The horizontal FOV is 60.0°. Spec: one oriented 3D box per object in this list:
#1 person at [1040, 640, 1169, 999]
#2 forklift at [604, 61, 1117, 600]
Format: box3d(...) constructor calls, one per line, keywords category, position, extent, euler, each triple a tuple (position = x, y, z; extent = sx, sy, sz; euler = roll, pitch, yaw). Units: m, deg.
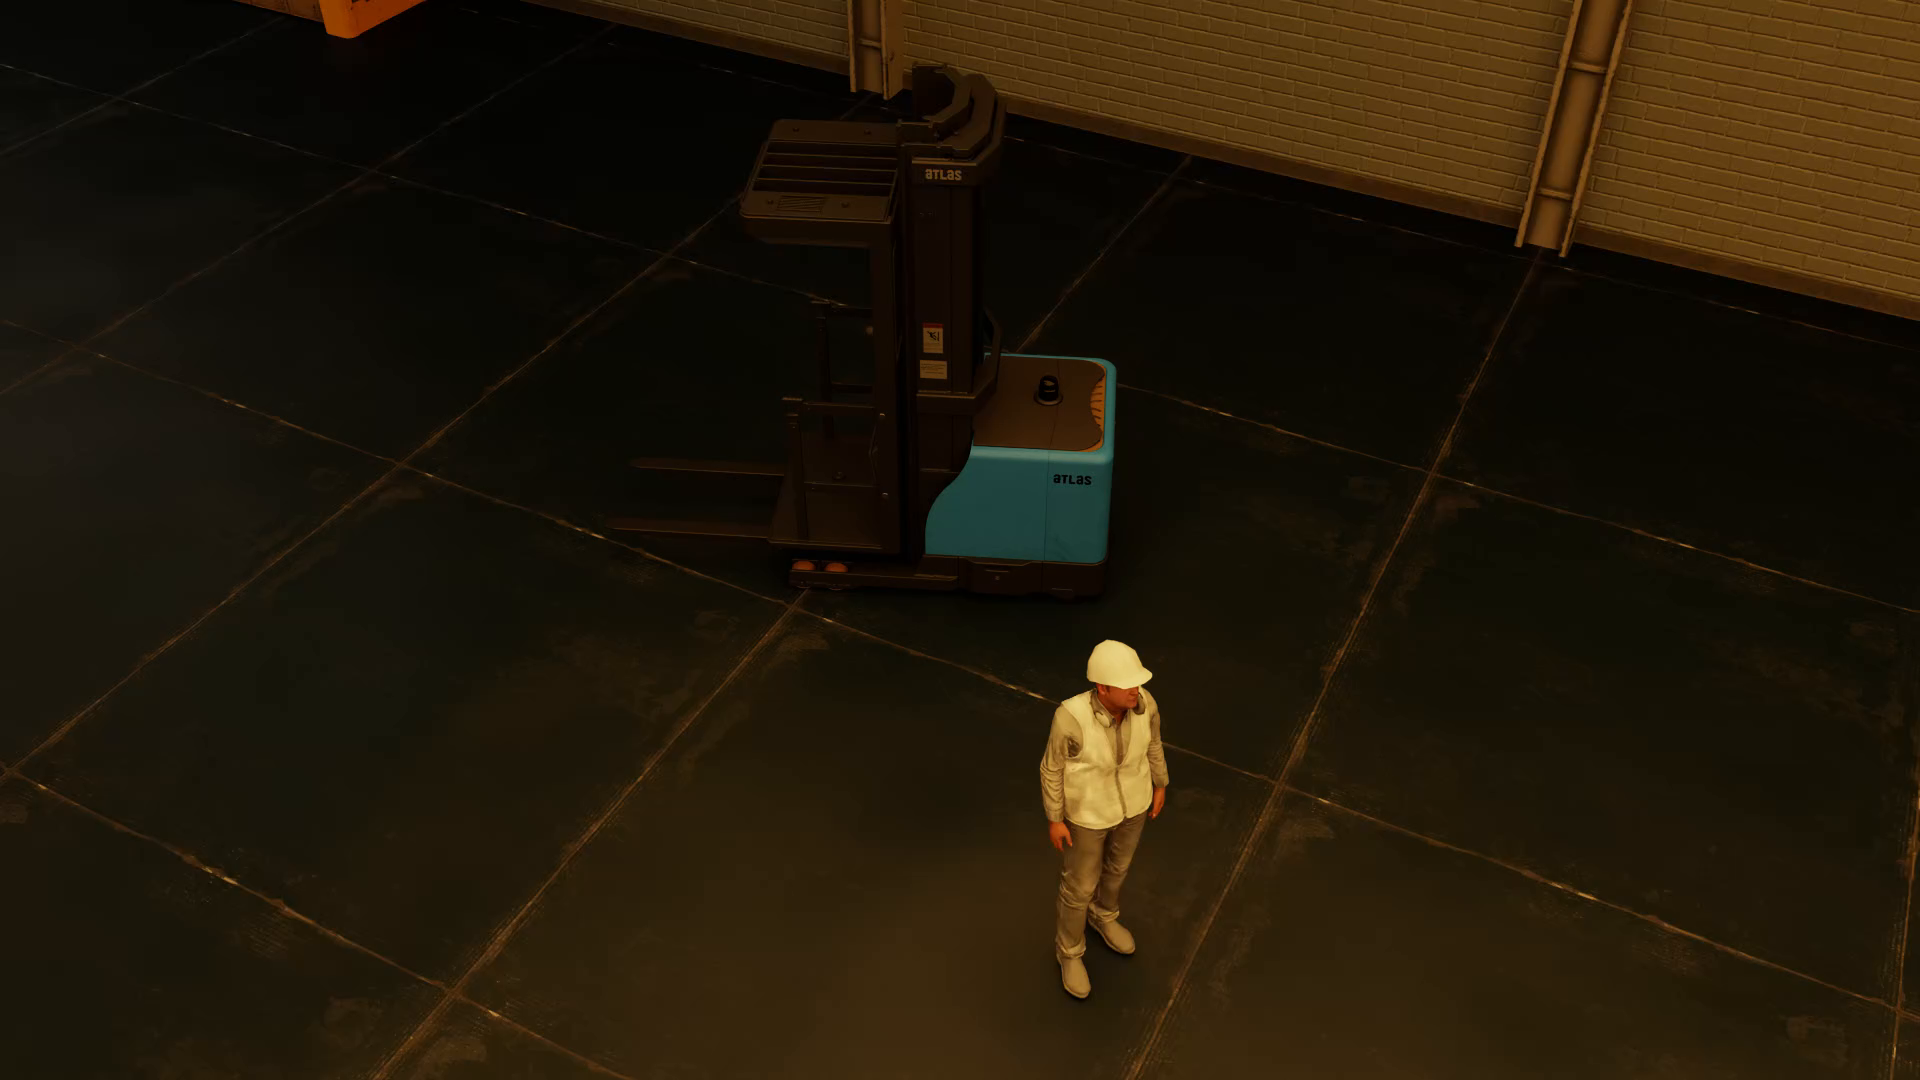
box3d(category="person", position=(0.679, 1.218, 7.427), extent=(0.632, 1.773, 0.569), euler=(-19, 44, -21))
box3d(category="forklift", position=(-0.606, -1.157, 9.360), extent=(3.031, 2.935, 1.130), euler=(3, 40, 4))
